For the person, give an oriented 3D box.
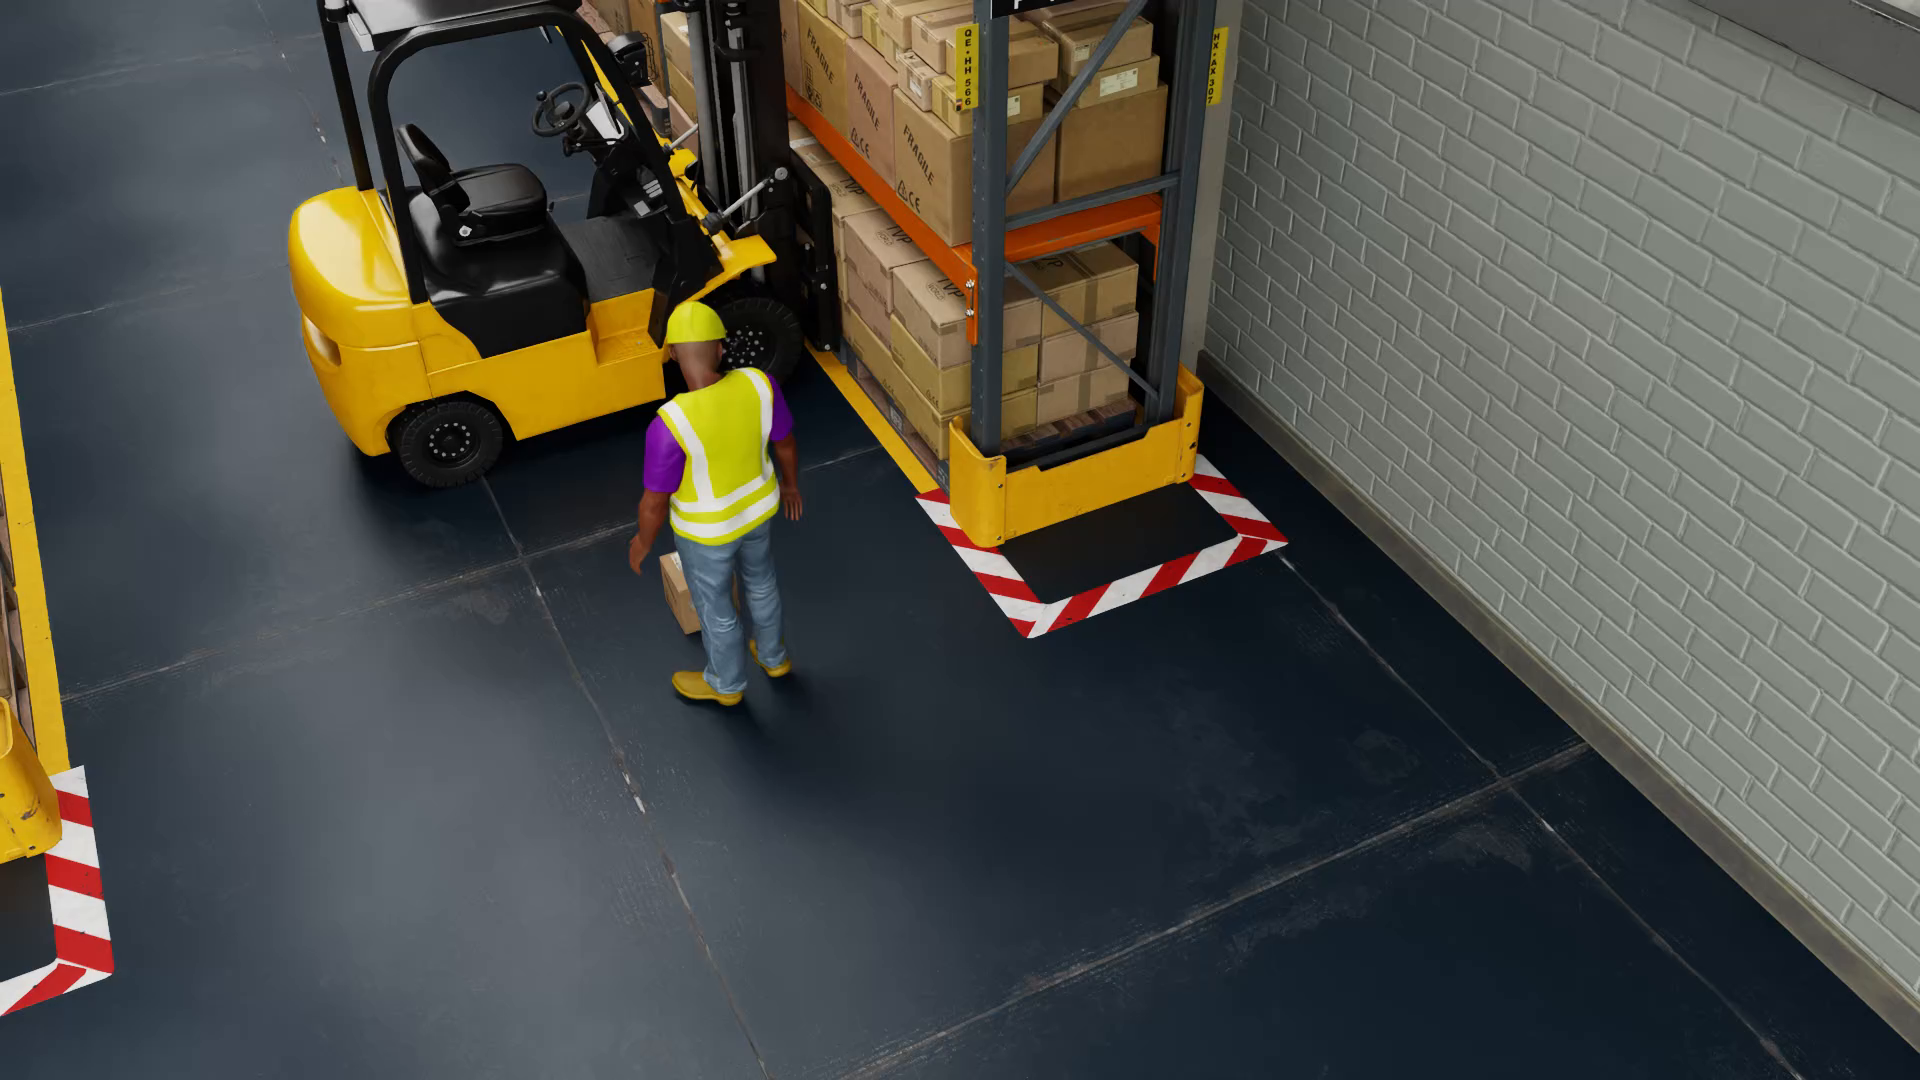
[{"bbox_3d":[-0.891,-0.086,6.245,0.368,1.798,0.486,33,51,32],"label":"person"}]
